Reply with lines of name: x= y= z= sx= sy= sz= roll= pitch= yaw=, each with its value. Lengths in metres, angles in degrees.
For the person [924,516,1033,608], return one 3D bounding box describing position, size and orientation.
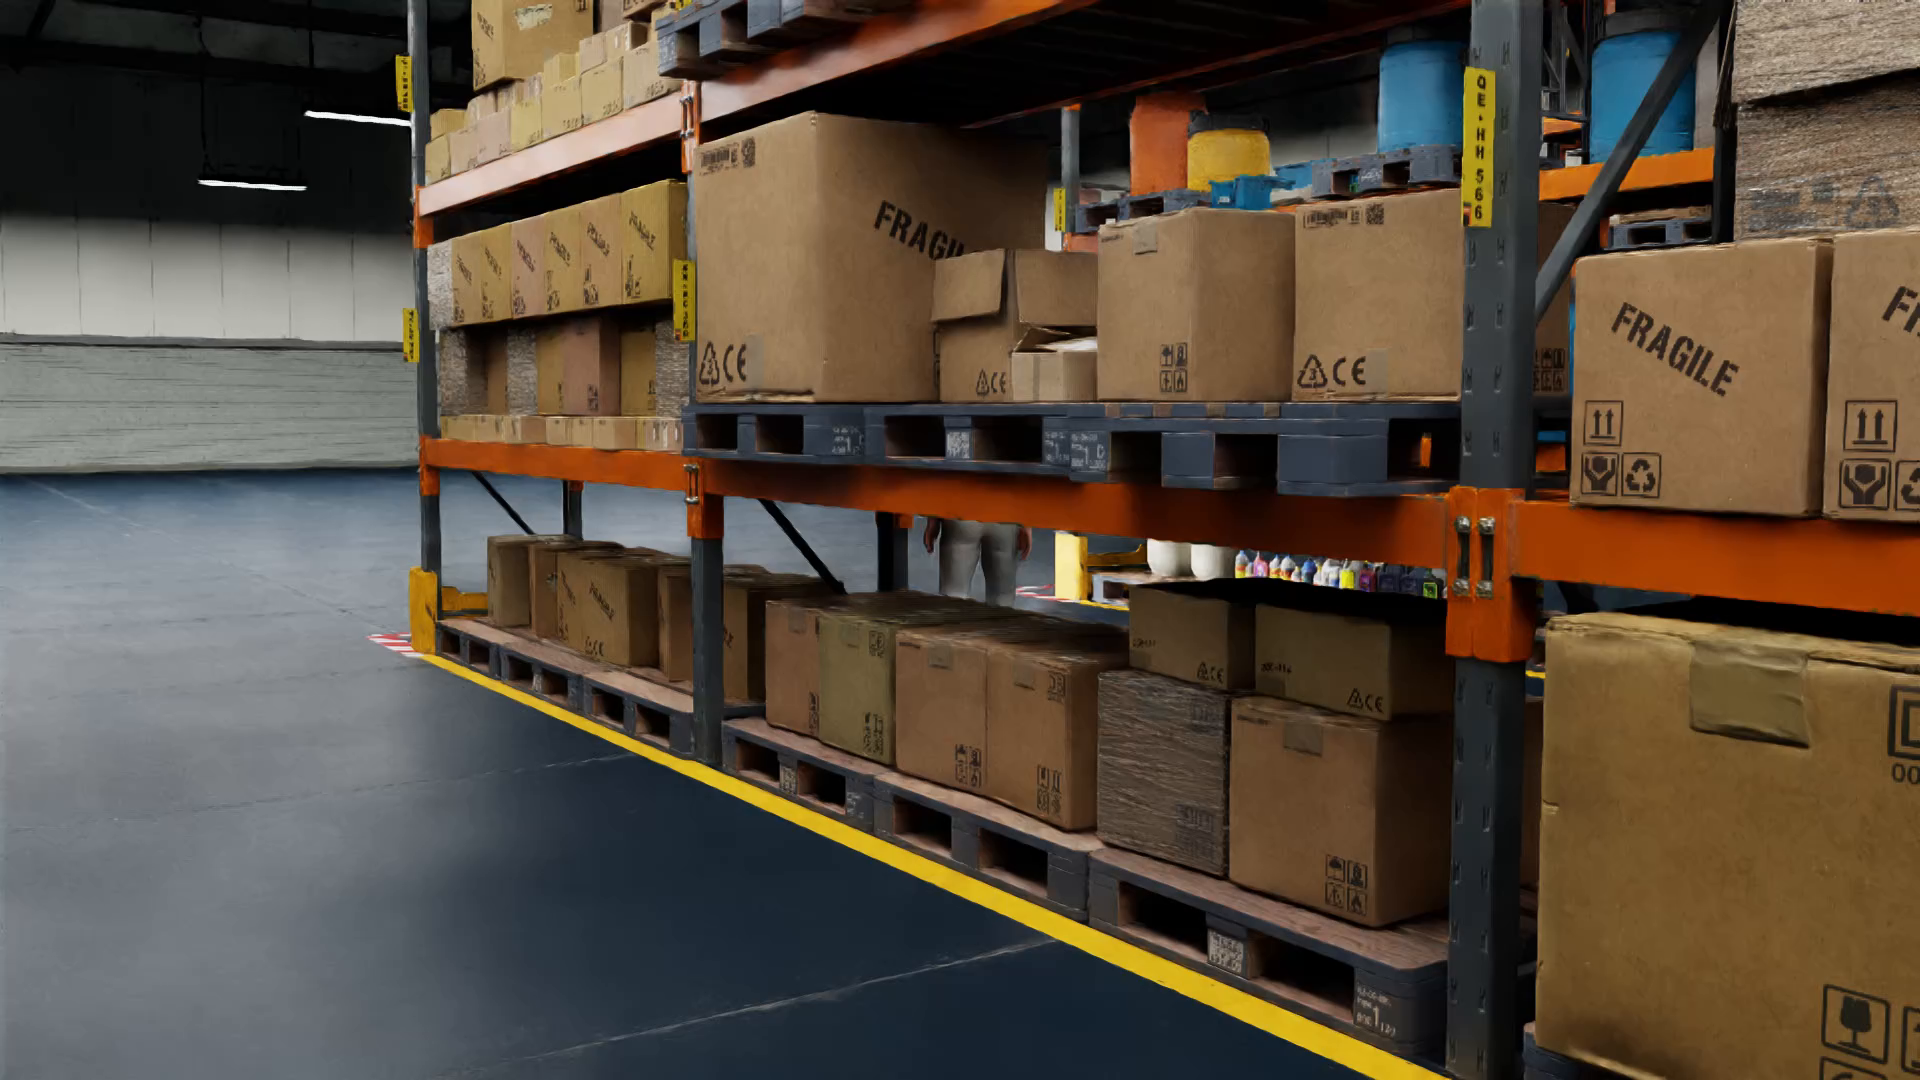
person: x=0.078 y=-0.080 z=8.750 sx=0.609 sy=1.744 sz=0.633 roll=0 pitch=5 yaw=-1
